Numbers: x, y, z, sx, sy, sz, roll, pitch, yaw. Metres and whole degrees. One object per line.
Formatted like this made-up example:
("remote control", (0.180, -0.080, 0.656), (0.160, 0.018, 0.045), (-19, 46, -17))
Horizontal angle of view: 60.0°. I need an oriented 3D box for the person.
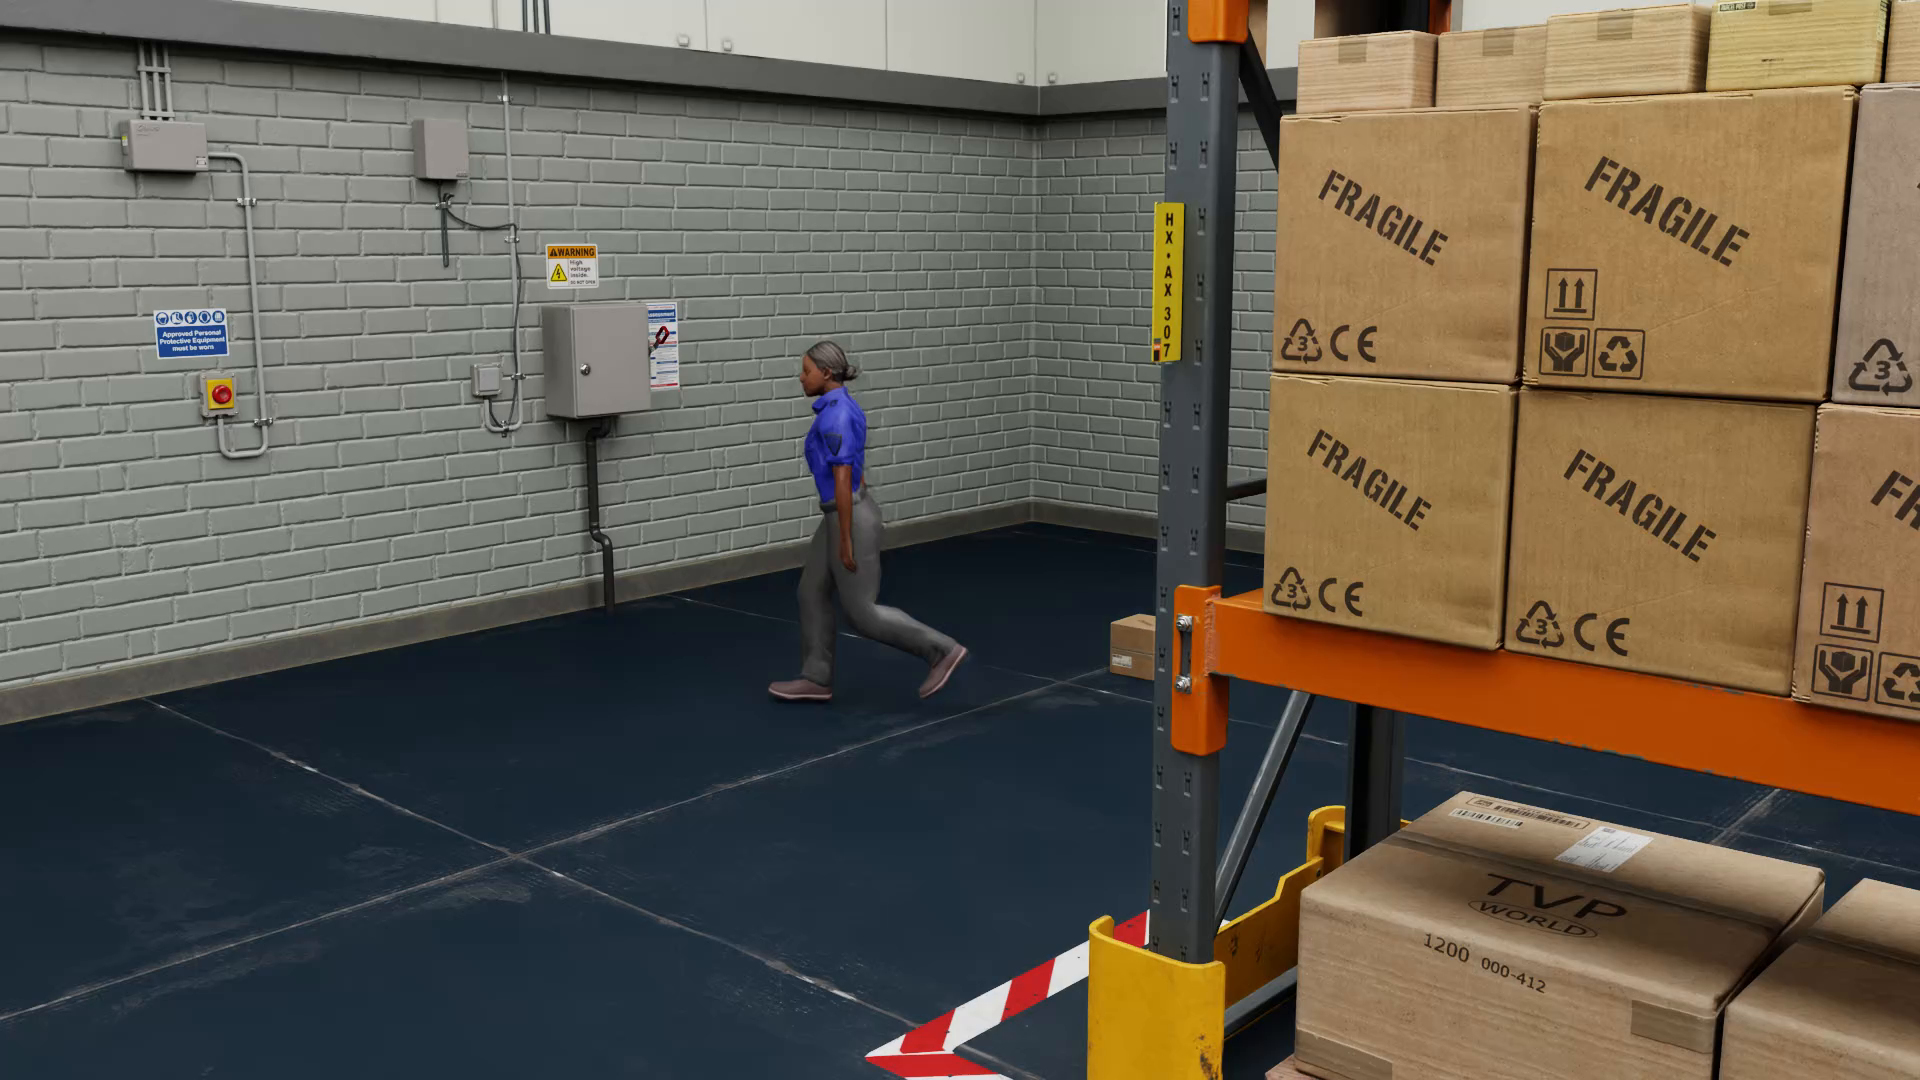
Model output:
("person", (-0.417, -0.063, 7.278), (0.903, 1.607, 0.454), (0, 10, 0))
